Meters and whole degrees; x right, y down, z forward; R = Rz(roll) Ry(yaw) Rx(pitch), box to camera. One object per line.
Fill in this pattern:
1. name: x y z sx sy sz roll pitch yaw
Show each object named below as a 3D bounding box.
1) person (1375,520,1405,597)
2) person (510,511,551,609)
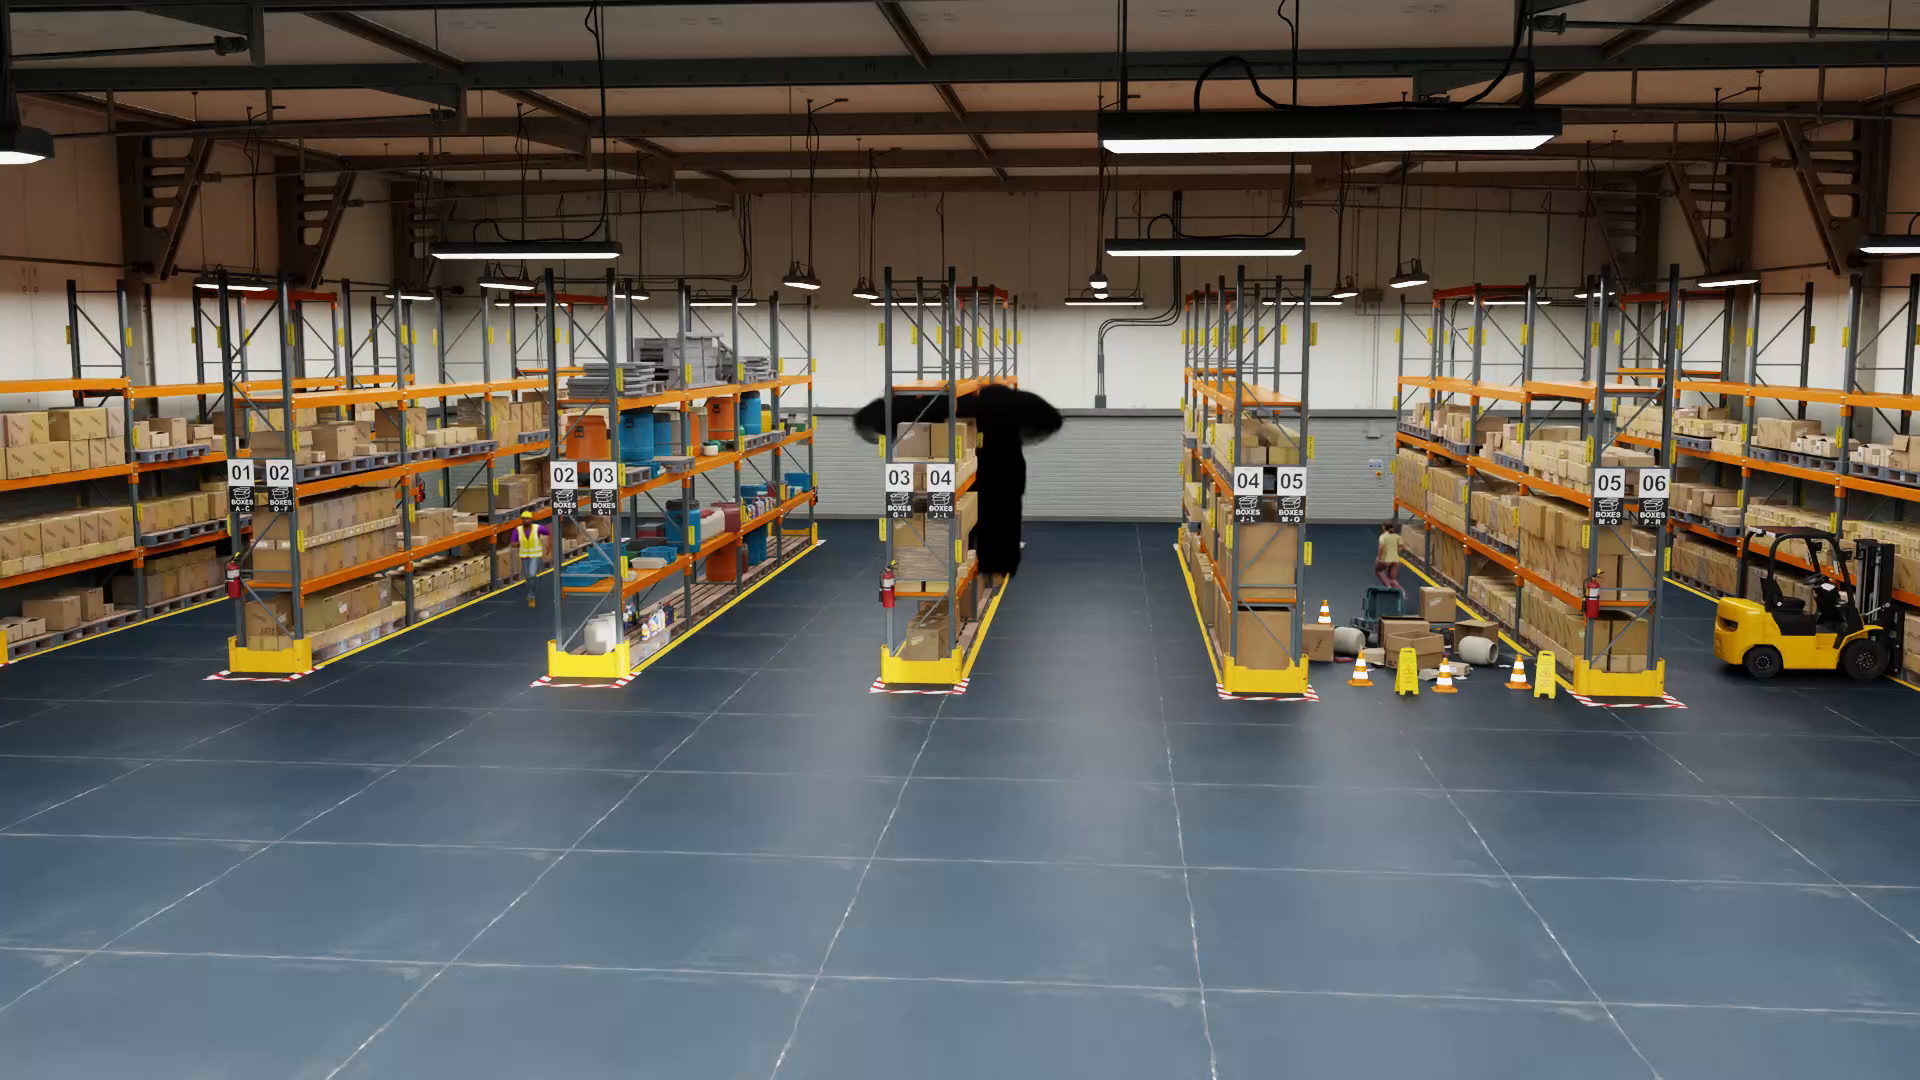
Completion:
1. person: 8.066 0.410 31.107 0.576 1.552 0.816 -2 7 -15
2. person: -8.042 0.350 31.166 0.688 1.812 0.912 0 7 3
